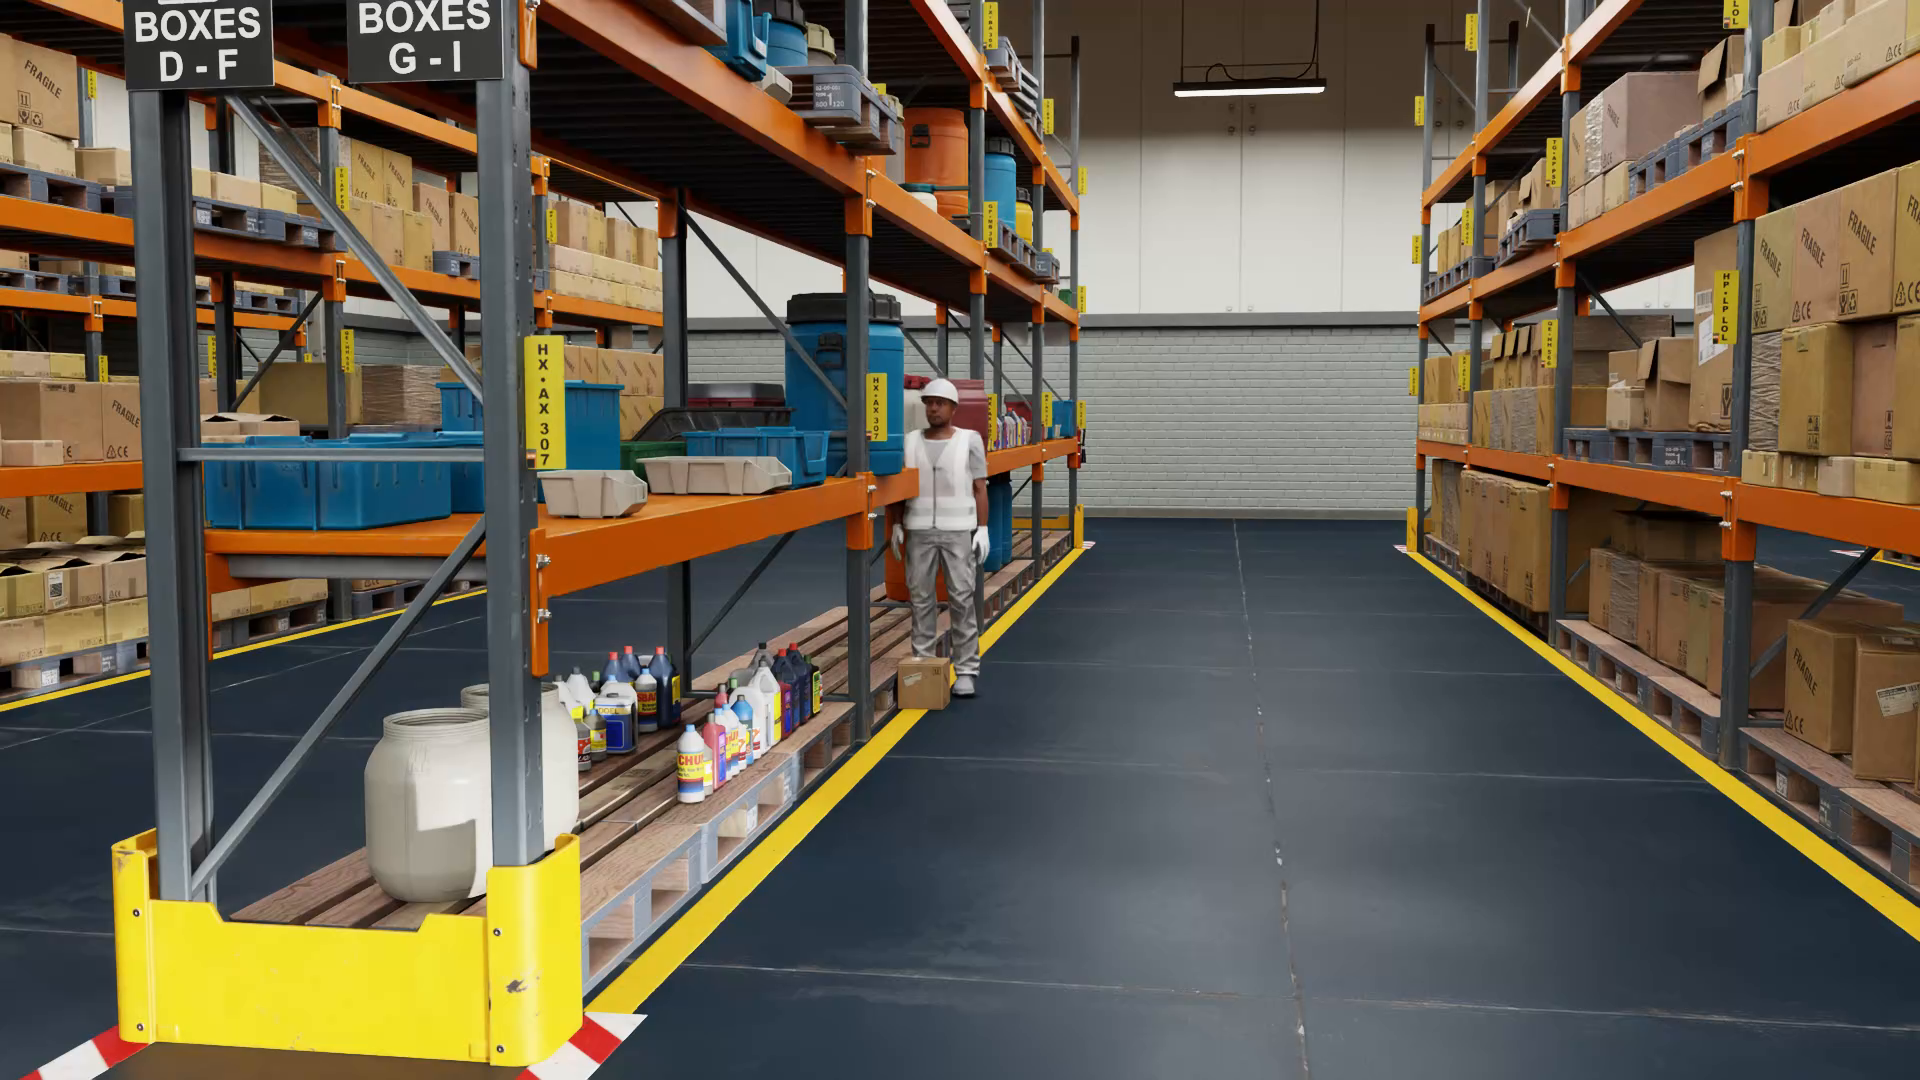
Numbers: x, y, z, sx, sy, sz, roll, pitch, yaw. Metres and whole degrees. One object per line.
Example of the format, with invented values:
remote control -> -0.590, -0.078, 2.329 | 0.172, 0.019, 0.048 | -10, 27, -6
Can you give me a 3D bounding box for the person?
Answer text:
person -> -0.118, -0.027, 9.562 | 0.572, 1.798, 0.417 | 1, 4, 9
